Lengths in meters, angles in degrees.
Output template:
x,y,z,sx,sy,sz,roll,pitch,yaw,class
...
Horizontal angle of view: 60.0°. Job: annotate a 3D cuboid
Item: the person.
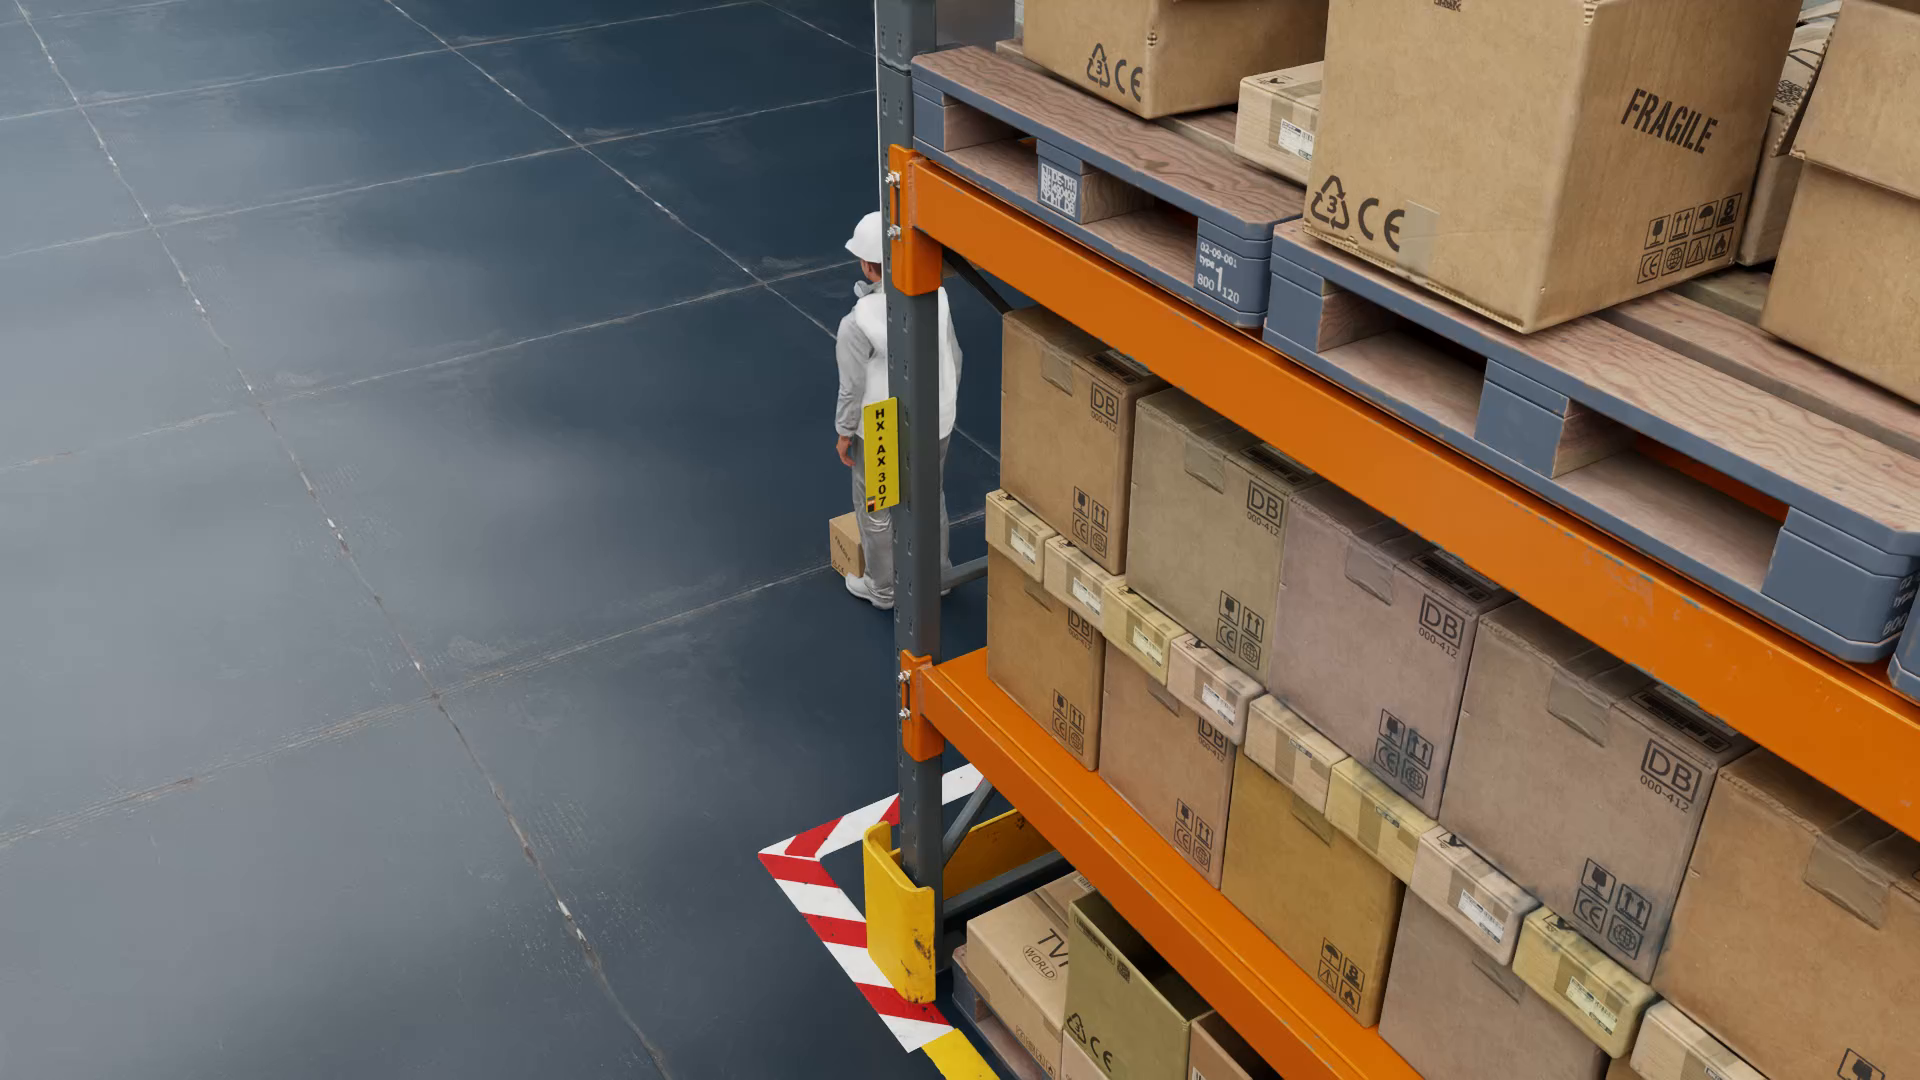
x,y,z,sx,sy,sz,roll,pitch,yaw,class
-0.261,-0.498,6.899,0.579,1.771,0.472,-20,38,-29,person
